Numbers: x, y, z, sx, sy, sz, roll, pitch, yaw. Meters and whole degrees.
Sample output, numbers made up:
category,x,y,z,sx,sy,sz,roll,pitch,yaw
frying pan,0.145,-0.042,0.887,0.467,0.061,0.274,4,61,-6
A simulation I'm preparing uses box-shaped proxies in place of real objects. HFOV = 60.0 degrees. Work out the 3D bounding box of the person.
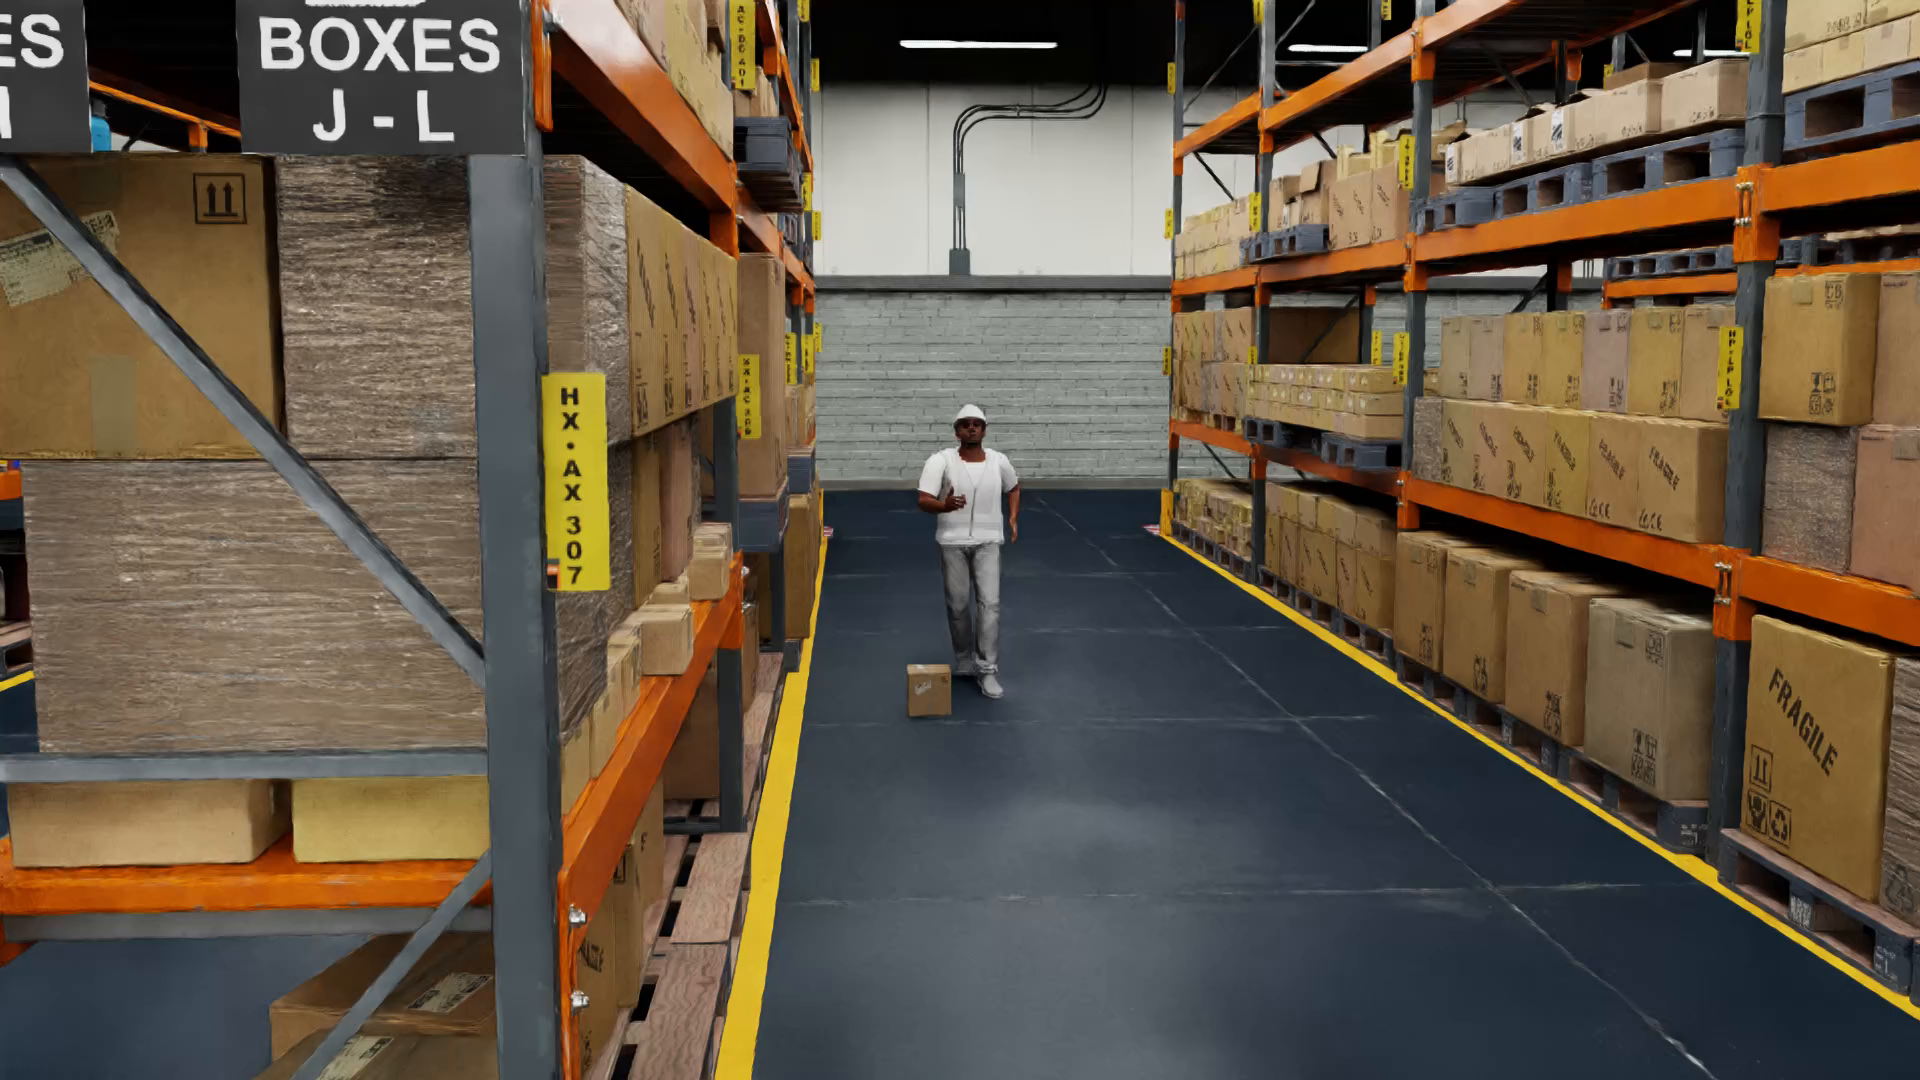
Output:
category,x,y,z,sx,sy,sz,roll,pitch,yaw
person,0.068,0.041,10.354,0.662,1.746,0.865,0,7,-1
